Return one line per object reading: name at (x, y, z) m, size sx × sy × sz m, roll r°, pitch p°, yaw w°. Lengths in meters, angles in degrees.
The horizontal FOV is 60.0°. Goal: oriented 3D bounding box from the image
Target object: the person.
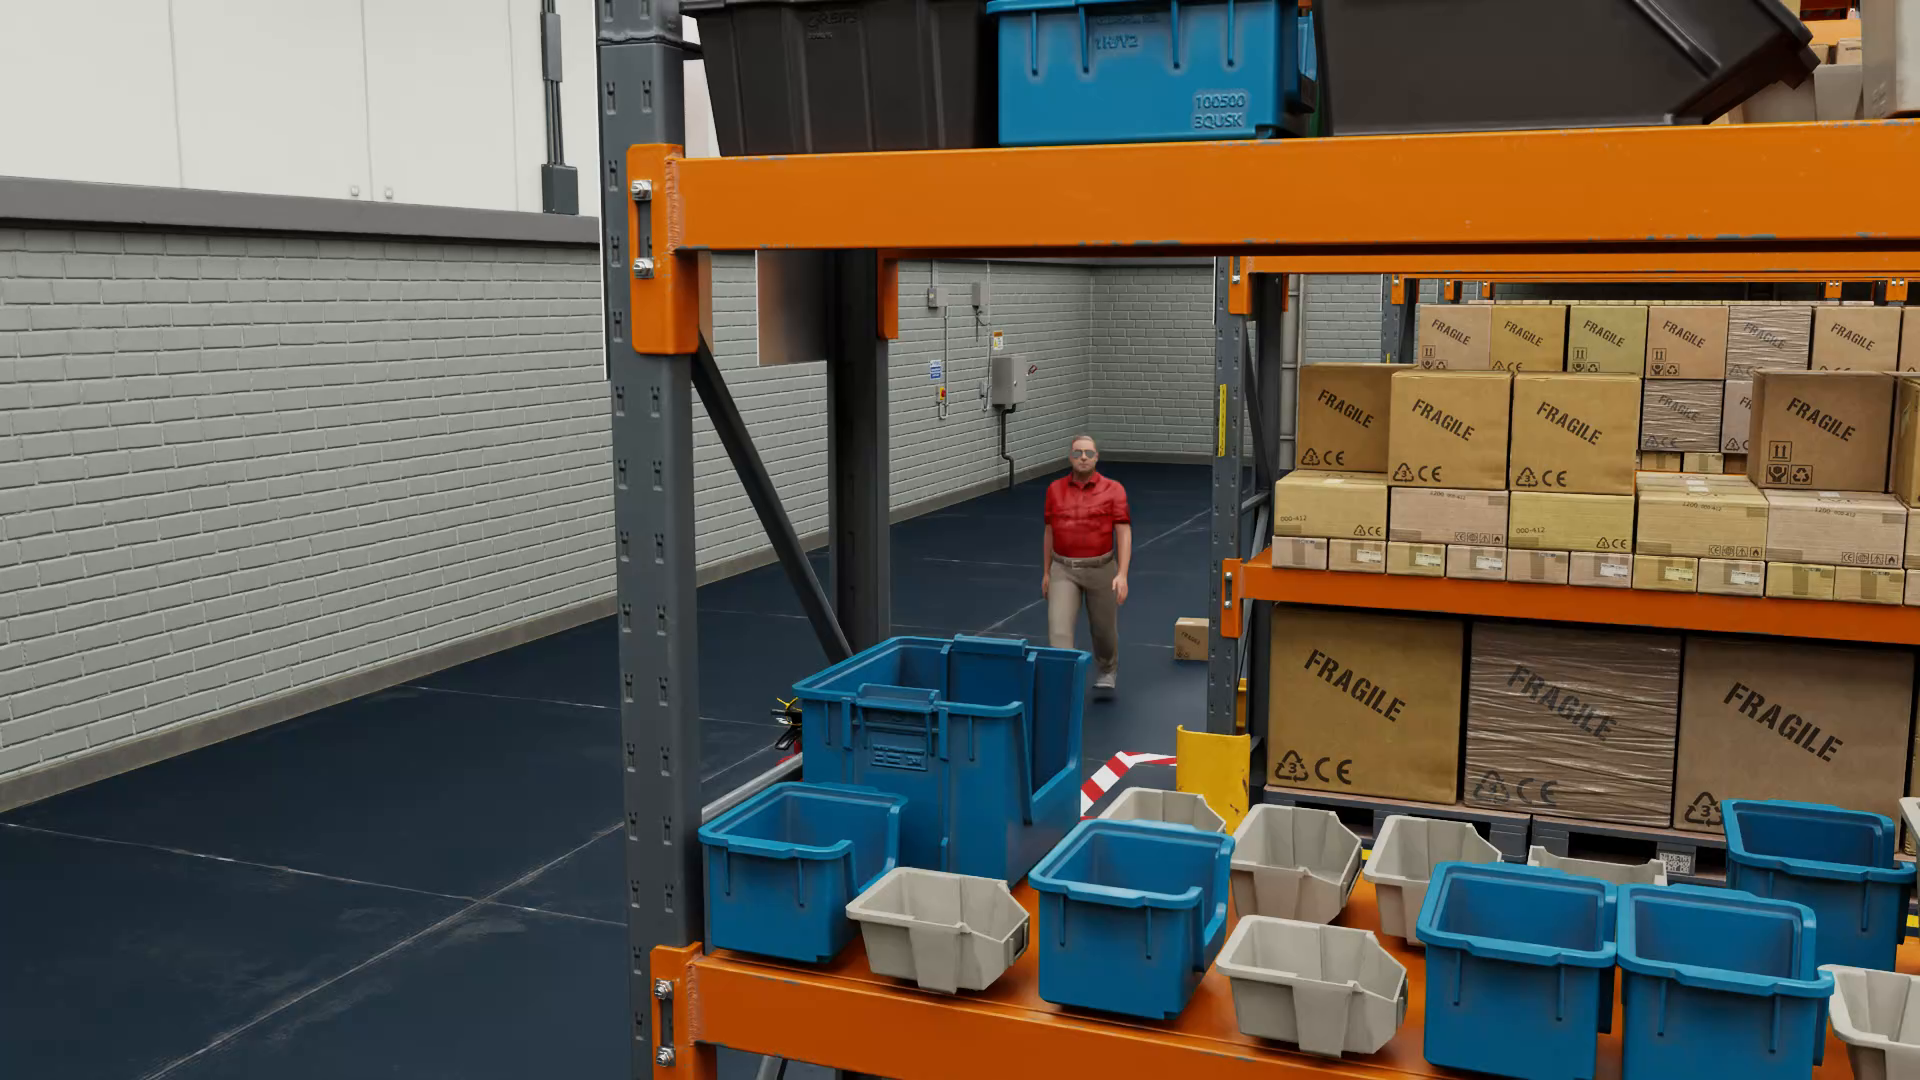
person at (0.754, 0.207, 10.082) m, size 0.568 × 1.668 × 1.086 m, roll 1°, pitch 9°, yaw 10°
